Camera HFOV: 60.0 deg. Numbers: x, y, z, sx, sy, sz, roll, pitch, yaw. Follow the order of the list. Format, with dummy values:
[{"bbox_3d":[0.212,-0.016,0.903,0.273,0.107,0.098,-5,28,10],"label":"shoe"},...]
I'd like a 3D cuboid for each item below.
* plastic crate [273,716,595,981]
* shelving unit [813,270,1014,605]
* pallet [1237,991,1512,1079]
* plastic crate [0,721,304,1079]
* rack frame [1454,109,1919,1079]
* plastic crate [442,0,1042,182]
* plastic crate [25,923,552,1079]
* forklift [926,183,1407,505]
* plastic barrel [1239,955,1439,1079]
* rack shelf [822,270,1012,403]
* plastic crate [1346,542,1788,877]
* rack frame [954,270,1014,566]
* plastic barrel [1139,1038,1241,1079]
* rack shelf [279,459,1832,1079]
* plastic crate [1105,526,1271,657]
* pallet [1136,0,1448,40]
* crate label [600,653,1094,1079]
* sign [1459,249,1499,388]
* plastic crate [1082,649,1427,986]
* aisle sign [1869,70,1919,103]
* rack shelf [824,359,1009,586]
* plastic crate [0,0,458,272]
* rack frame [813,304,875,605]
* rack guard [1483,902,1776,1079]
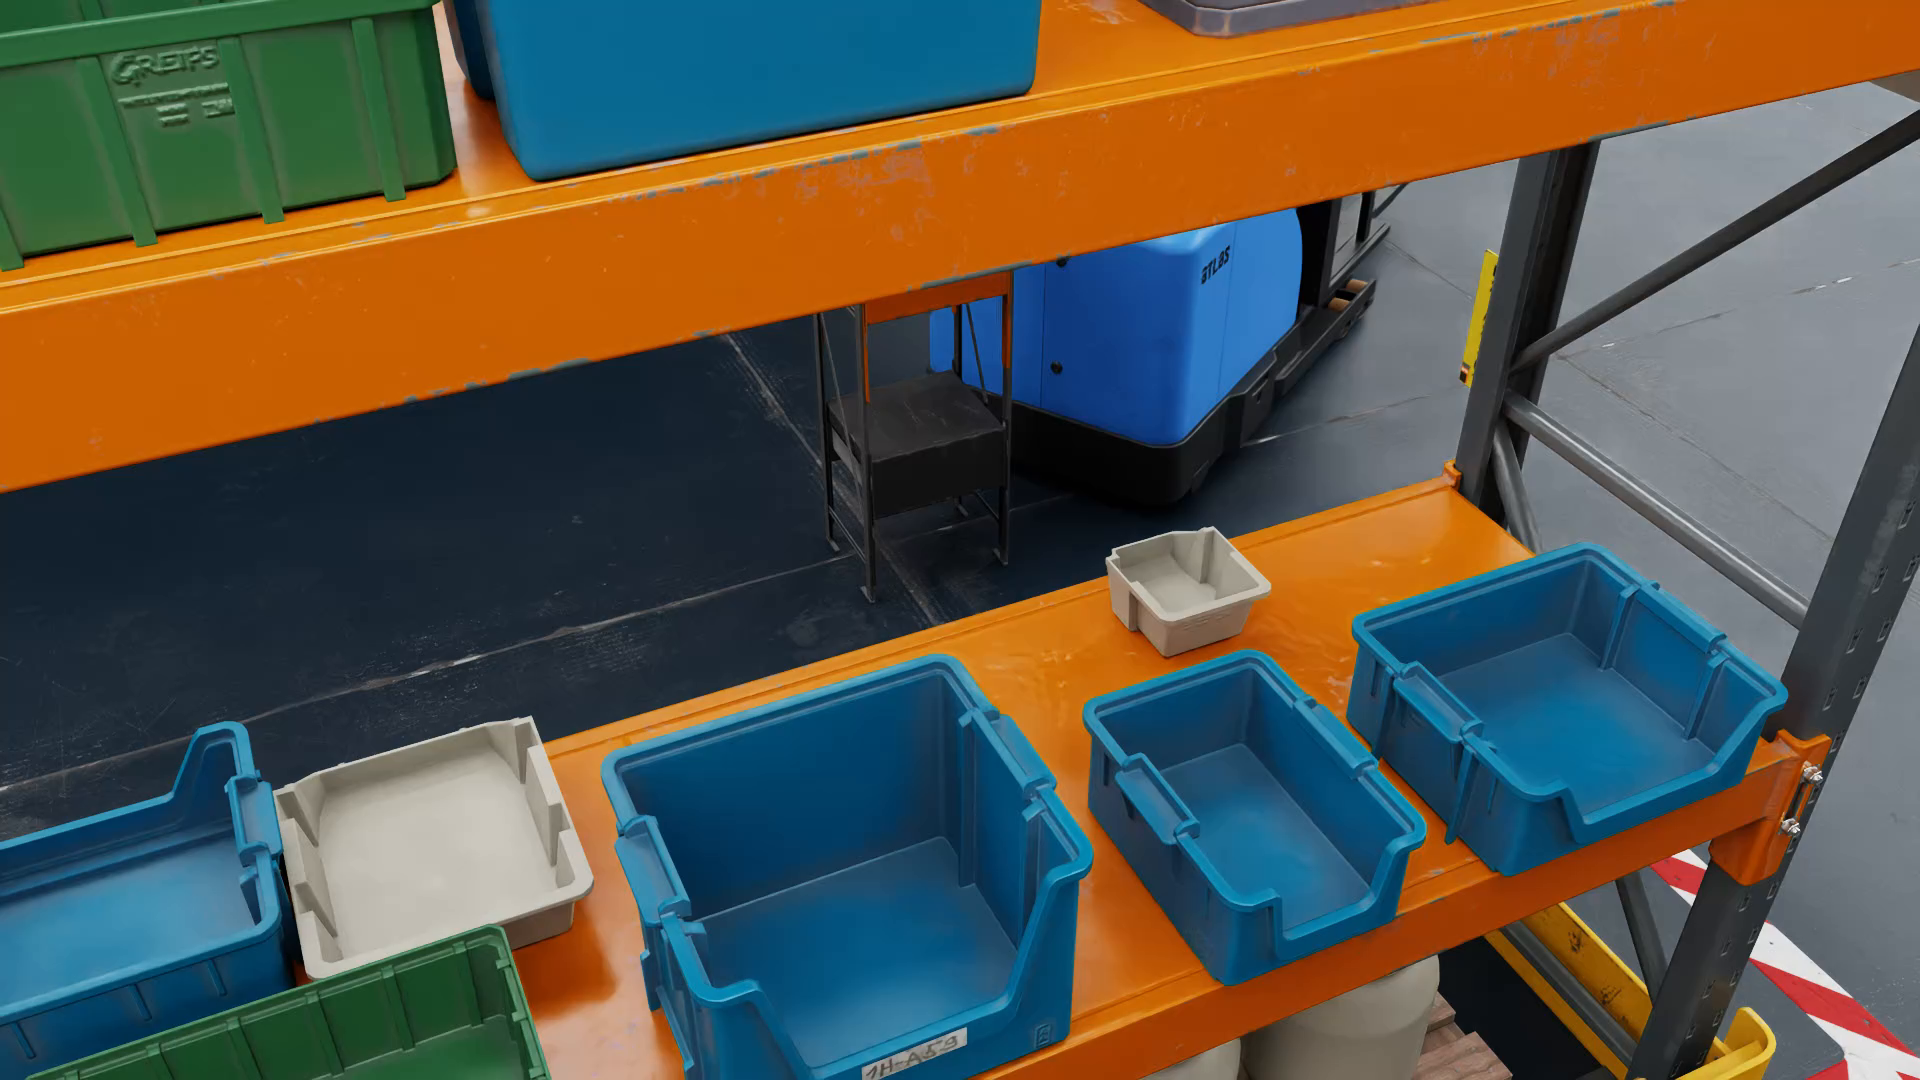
[{"bbox_3d":[-0.877,0.513,2.762,0.437,0.136,0.530,-16,39,-20],"label":"plastic crate"},{"bbox_3d":[-0.150,-0.801,5.068,0.503,2.100,0.431,-16,39,-20],"label":"shelving unit"},{"bbox_3d":[0.595,1.309,3.808,1.213,0.211,1.003,-16,39,-20],"label":"pallet"},{"bbox_3d":[-1.353,0.587,2.565,0.616,0.251,0.499,-16,39,-20],"label":"plastic crate"},{"bbox_3d":[1.382,-0.058,3.311,0.127,3.000,1.000,-16,39,-20],"label":"rack frame"},{"bbox_3d":[-0.217,-0.611,1.552,0.575,0.384,0.392,-16,39,-20],"label":"plastic crate"},{"bbox_3d":[-0.891,0.848,2.267,0.662,0.188,0.450,-16,39,-20],"label":"plastic crate"},{"bbox_3d":[1.089,-2.145,6.181,1.130,2.935,3.031,21,41,25],"label":"forklift"},{"bbox_3d":[0.818,0.980,3.646,0.421,0.512,0.421,0,37,0],"label":"plastic barrel"},{"bbox_3d":[-0.150,-0.790,5.076,0.480,0.518,0.431,-16,39,-20],"label":"rack shelf"},{"bbox_3d":[1.056,0.290,2.966,0.616,0.251,0.499,-16,39,-20],"label":"plastic crate"},{"bbox_3d":[0.071,-0.863,5.151,0.015,2.100,0.400,-16,39,-20],"label":"rack frame"},{"bbox_3d":[0.365,1.107,3.475,0.421,0.512,0.421,0,37,0],"label":"plastic barrel"},{"bbox_3d":[-0.429,0.737,2.842,4.000,0.370,1.077,-16,39,-20],"label":"rack shelf"},{"bbox_3d":[0.435,0.101,3.318,0.250,0.136,0.298,-16,39,-20],"label":"plastic crate"},{"bbox_3d":[0.591,-1.030,2.262,1.213,0.211,1.003,-16,39,-20],"label":"pallet"},{"bbox_3d":[-0.170,0.539,2.475,0.616,0.435,0.502,-16,39,-20],"label":"crate label"},{"bbox_3d":[1.152,-0.467,3.630,0.005,0.325,0.100,-16,39,-20],"label":"sign"},{"bbox_3d":[0.465,0.451,2.749,0.408,0.251,0.499,-16,39,-20],"label":"plastic crate"},{"bbox_3d":[1.573,-0.960,2.345,0.004,0.787,0.394,-16,39,-20],"label":"aisle sign"},{"bbox_3d":[-0.150,-0.228,5.493,0.480,0.518,0.431,-16,39,-20],"label":"rack shelf"},{"bbox_3d":[-0.695,-0.418,1.455,0.450,0.188,0.336,-16,39,-20],"label":"plastic crate"},{"bbox_3d":[-0.371,-0.740,4.985,0.015,2.100,0.400,-16,39,-20],"label":"rack frame"},{"bbox_3d":[1.333,0.990,3.995,0.348,0.500,1.175,-16,39,-20],"label":"rack guard"}]
